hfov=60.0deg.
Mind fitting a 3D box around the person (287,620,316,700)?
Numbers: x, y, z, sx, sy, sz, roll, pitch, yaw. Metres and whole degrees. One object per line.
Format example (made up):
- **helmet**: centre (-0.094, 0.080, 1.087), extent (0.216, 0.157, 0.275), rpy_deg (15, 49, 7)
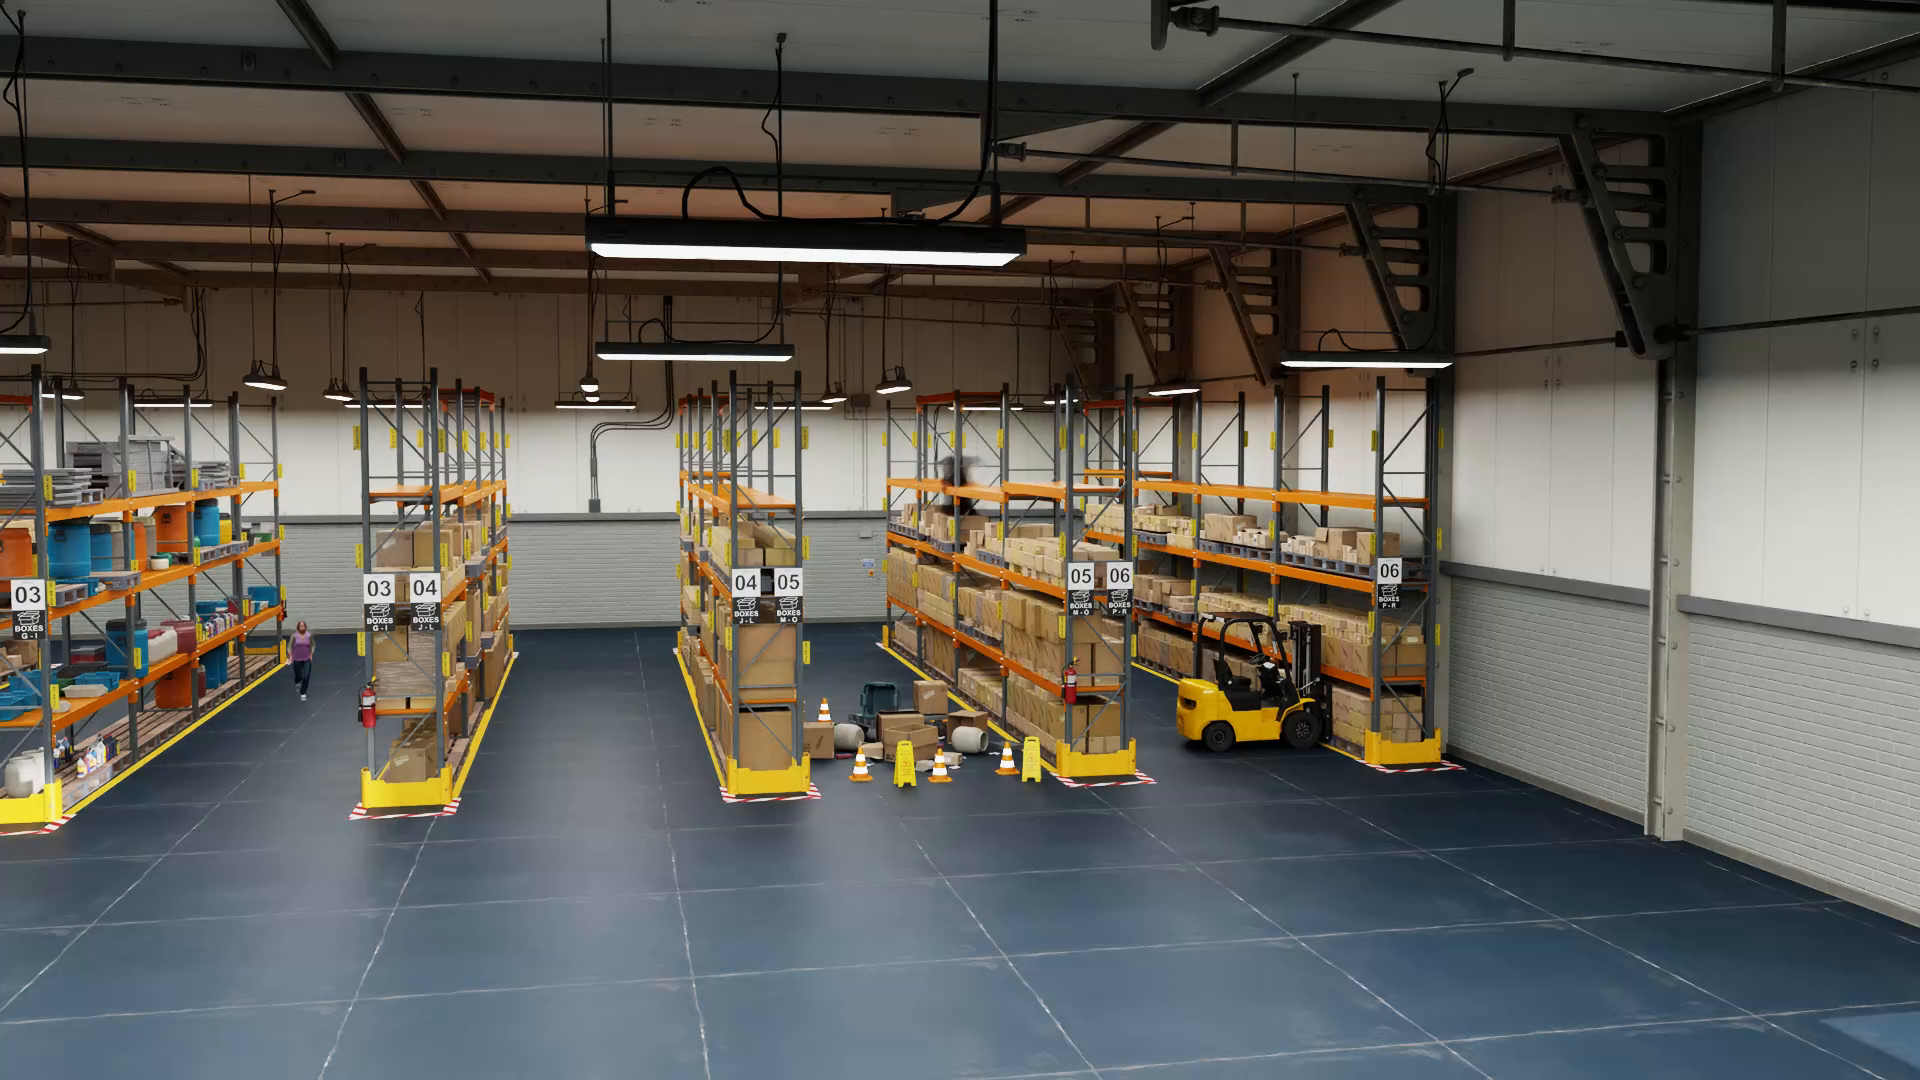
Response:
- **person**: centre (-12.740, 2.325, 32.193), extent (0.520, 1.552, 0.530), rpy_deg (-2, 4, -24)
